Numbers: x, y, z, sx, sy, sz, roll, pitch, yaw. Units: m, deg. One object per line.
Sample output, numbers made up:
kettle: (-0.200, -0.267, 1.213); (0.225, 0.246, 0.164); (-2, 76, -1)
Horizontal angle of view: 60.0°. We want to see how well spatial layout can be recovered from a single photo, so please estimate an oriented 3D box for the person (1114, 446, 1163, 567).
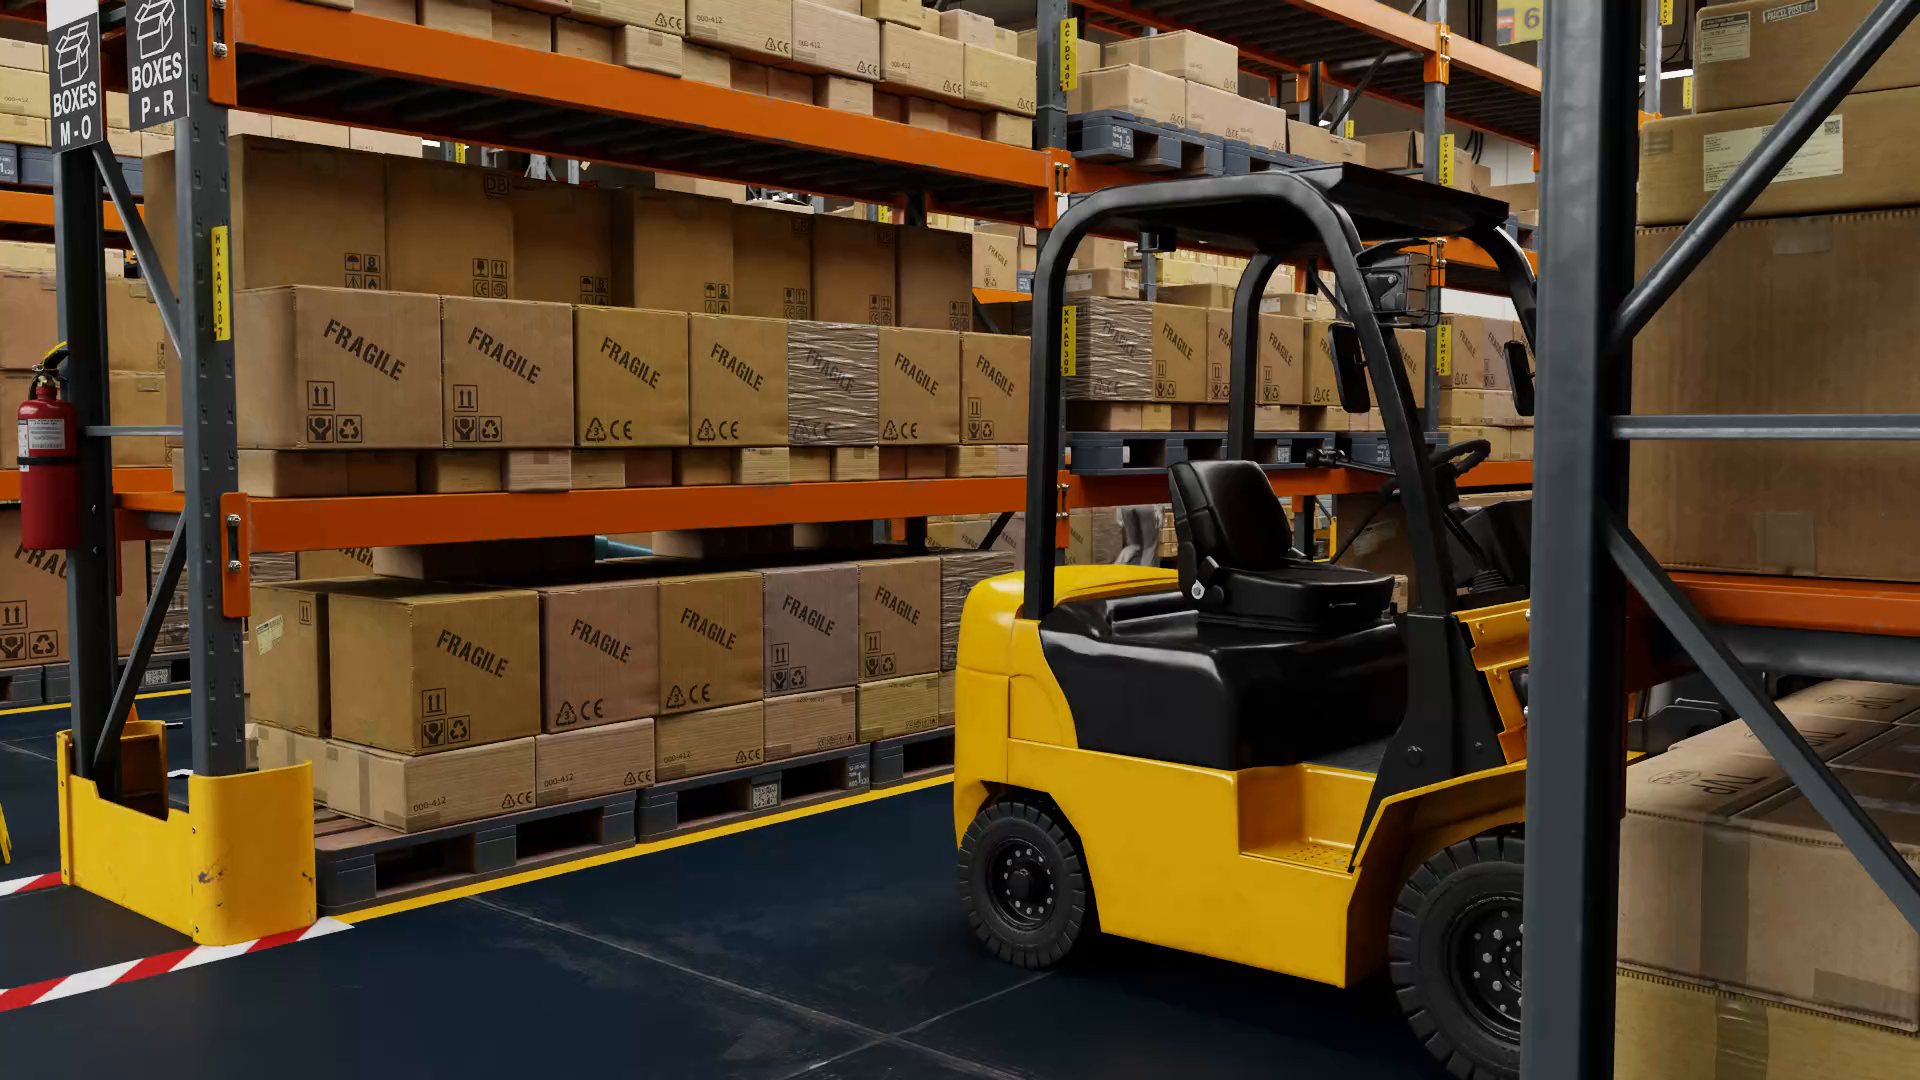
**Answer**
person: (1.534, -0.285, 14.393); (0.484, 1.678, 0.516); (3, 5, 40)
